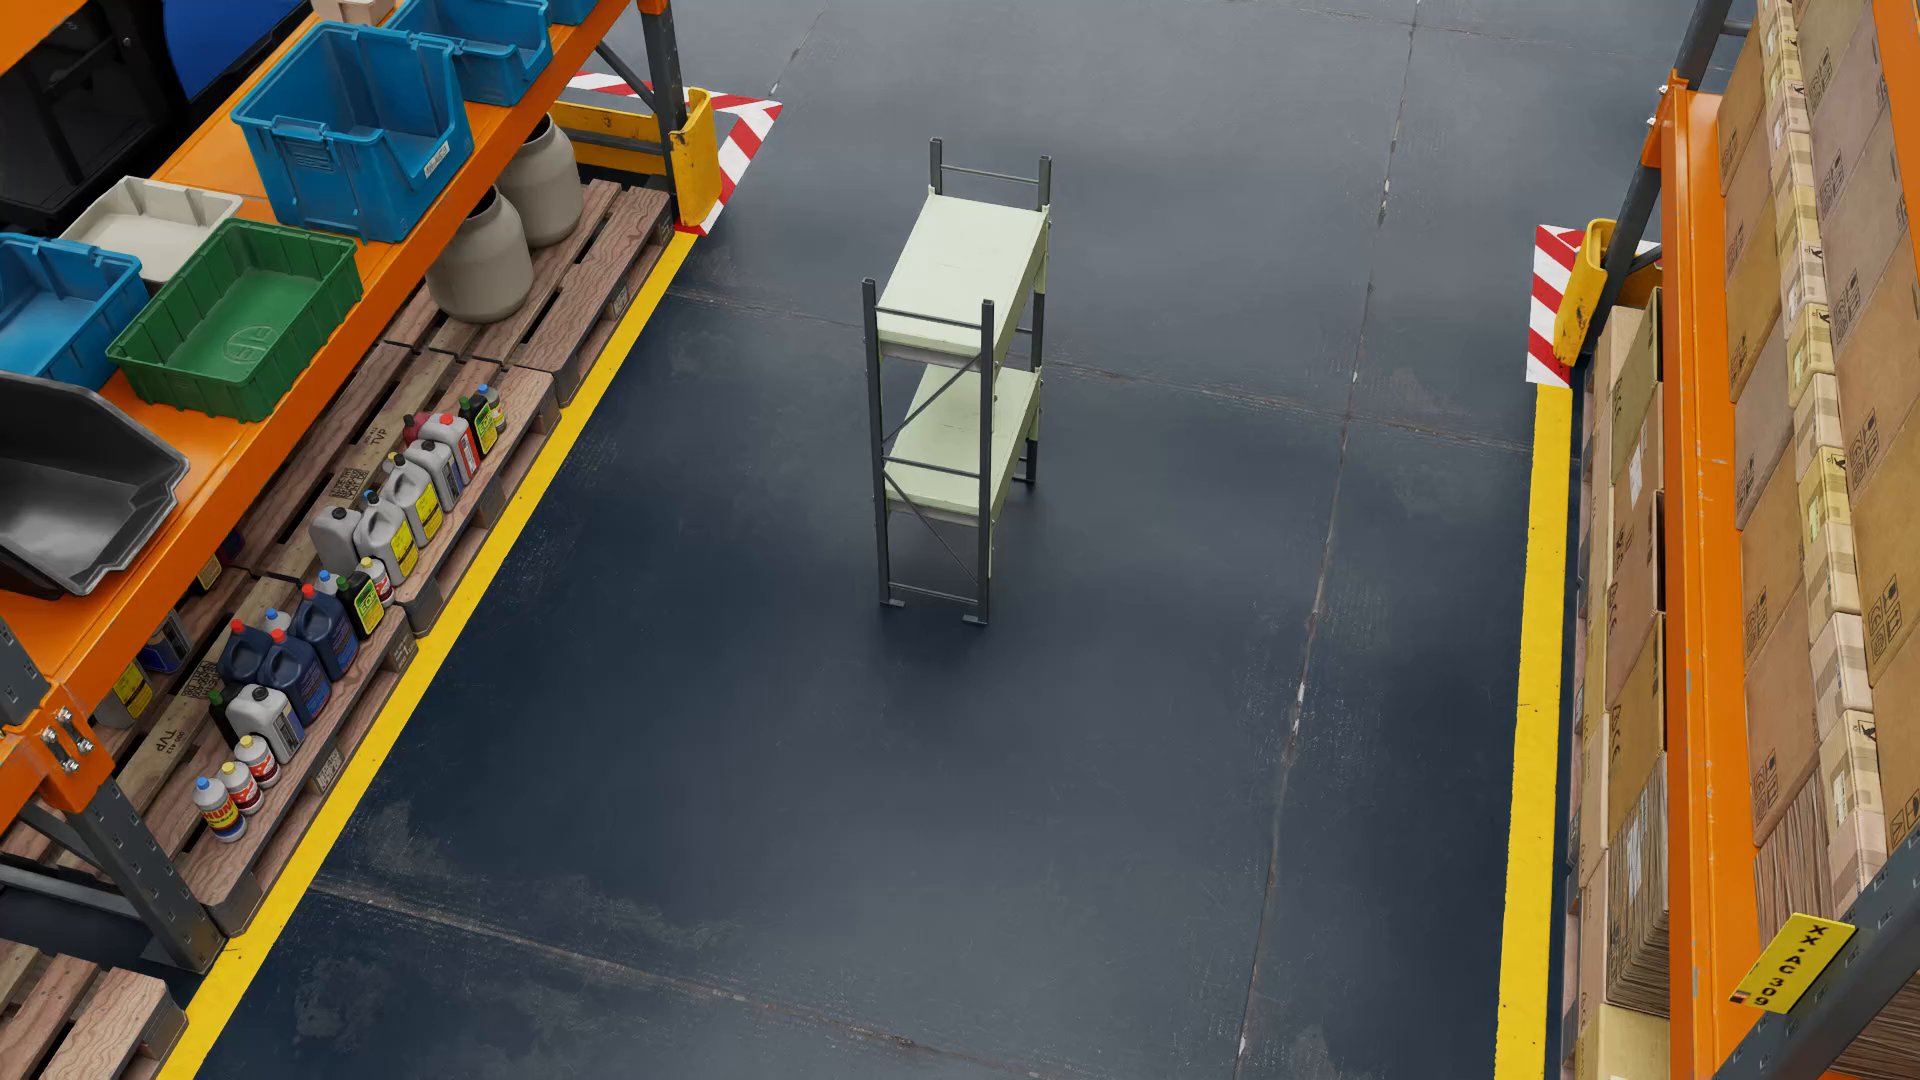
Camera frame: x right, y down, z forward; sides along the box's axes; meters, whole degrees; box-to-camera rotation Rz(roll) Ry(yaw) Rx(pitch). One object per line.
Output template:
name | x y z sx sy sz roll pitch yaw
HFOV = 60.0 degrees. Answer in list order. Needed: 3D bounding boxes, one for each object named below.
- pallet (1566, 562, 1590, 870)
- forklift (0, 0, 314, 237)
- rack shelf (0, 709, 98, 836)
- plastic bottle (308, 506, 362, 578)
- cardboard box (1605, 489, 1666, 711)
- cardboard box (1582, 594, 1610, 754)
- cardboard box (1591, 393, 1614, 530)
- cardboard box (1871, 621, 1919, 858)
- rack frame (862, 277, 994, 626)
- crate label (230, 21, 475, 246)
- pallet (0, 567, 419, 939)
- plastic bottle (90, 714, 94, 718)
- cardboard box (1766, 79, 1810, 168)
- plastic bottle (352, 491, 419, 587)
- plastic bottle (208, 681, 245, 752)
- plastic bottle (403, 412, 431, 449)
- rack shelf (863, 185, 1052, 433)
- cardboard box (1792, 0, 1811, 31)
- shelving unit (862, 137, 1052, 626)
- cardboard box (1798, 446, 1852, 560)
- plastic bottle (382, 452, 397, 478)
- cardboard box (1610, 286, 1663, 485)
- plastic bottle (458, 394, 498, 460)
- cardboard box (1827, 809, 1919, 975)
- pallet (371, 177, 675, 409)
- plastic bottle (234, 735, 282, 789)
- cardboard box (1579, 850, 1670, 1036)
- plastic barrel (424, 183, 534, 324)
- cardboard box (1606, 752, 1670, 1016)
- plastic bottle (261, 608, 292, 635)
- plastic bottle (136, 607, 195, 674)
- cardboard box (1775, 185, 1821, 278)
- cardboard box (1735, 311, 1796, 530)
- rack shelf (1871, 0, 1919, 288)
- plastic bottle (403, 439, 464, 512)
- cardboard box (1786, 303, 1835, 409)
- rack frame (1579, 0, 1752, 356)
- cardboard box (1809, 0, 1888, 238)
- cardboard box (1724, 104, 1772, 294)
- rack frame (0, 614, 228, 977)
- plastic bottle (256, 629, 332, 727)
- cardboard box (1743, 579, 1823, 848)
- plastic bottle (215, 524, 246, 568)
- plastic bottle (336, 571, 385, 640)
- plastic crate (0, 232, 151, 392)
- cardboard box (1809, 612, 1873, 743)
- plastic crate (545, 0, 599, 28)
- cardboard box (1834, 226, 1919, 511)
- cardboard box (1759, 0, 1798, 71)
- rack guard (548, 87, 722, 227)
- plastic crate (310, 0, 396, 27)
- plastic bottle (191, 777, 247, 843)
pallet | 2.577 0.647 5.538 1.003 0.211 1.213 12 50 10
forklift | -4.160 -2.575 6.567 1.130 2.935 3.031 15 50 13
rack shelf | -3.296 1.881 3.069 1.077 0.370 4.000 12 50 10
plastic bottle | -2.144 -0.005 5.777 0.152 0.276 0.135 12 50 10
cardboard box | 2.308 0.234 5.097 0.500 0.500 0.500 12 50 10
cardboard box | 2.309 0.482 5.377 0.500 0.250 0.500 12 50 10
cardboard box | 2.578 -0.240 6.015 0.500 0.250 0.500 12 50 10
cardboard box | 2.119 0.391 2.972 0.700 0.500 0.500 12 50 10
rack frame | -0.095 -0.236 5.458 0.400 1.500 0.023 12 50 10
crate label | -1.940 -1.324 5.395 0.502 0.435 0.616 12 50 10
pallet | -2.552 0.641 5.543 1.003 0.211 1.213 12 50 10
plastic bottle | -2.878 0.404 5.366 0.144 0.351 0.185 10 49 9
cardboard box | 2.548 -1.170 4.783 0.380 0.149 0.250 11 49 9
plastic bottle | -1.995 -0.019 5.740 0.144 0.351 0.185 11 50 10
plastic bottle | -2.307 0.545 5.286 0.061 0.283 0.133 12 50 10
plastic bottle | -1.972 -0.373 6.097 0.061 0.283 0.133 12 50 10
rack shelf | 0.002 -0.759 5.399 0.431 0.370 0.720 12 50 10
cardboard box | 2.912 -1.806 4.911 0.700 0.500 0.500 12 50 10
shelving unit | 0.002 -0.501 5.692 0.431 1.500 0.755 12 50 10
cardboard box | 2.143 -0.046 3.791 0.380 0.149 0.250 11 50 10
plastic bottle | -2.031 -0.236 6.031 0.097 0.201 0.097 0 49 0
cardboard box | 2.576 -0.488 5.734 0.500 0.500 0.500 12 50 10
plastic bottle | -1.790 -0.441 6.157 0.061 0.283 0.133 13 50 11
cardboard box | 1.873 0.689 3.142 0.380 0.149 0.250 12 50 10
pallet | -1.910 -1.124 7.101 1.003 0.211 1.213 12 50 10
plastic bottle | -2.209 0.685 5.218 0.097 0.201 0.097 0 49 0
cardboard box | 2.061 1.209 4.736 0.500 0.250 0.500 12 50 10
plastic barrel | -1.948 -1.159 6.652 0.421 0.512 0.421 0 49 0
cardboard box | 2.063 0.961 4.455 0.500 0.500 0.500 12 50 10
plastic bottle | -2.235 0.322 5.491 0.097 0.271 0.097 0 49 0
plastic bottle | -2.678 0.301 5.507 0.152 0.276 0.135 12 50 10
cardboard box | 2.413 -0.792 4.449 0.380 0.149 0.250 11 49 10
cardboard box | 2.521 -0.295 4.443 0.700 0.500 0.500 13 50 11
rack shelf | 2.535 -1.025 3.633 1.077 0.370 4.000 12 50 10
plastic bottle | -1.906 -0.249 5.993 0.152 0.276 0.135 10 49 9
cardboard box | 2.276 -0.421 4.122 0.380 0.149 0.250 13 50 11
rack frame | 3.061 -1.717 5.765 1.000 3.000 0.127 12 50 10
cardboard box | 2.647 -1.060 4.253 0.700 0.500 0.500 12 50 10
cardboard box | 2.793 -1.034 5.096 0.700 0.500 0.500 13 50 11
rack frame | -2.769 0.196 4.076 1.000 3.000 0.127 12 50 10
plastic bottle | -2.156 0.425 5.348 0.144 0.351 0.185 13 50 11
cardboard box | 2.252 0.438 3.796 0.700 0.500 0.500 11 50 10
plastic bottle | -2.593 -0.042 5.805 0.061 0.283 0.133 12 50 10
plastic bottle | -2.023 0.199 5.592 0.061 0.283 0.133 14 50 12
plastic crate | -2.740 -0.609 4.886 0.499 0.251 0.616 12 50 10
cardboard box | 2.007 0.321 3.467 0.380 0.149 0.250 10 49 9
plastic crate | -1.559 -2.227 6.314 0.499 0.251 0.616 12 50 10
cardboard box | 2.384 -0.336 3.614 0.700 0.500 0.500 12 50 10
cardboard box | 2.683 -1.532 5.102 0.380 0.149 0.250 10 49 9
rack guard | -1.691 -1.806 7.510 1.175 0.500 0.348 12 50 10
plastic crate | -2.262 -2.026 6.214 0.298 0.136 0.250 12 50 10
plastic bottle | -2.262 0.809 5.062 0.097 0.271 0.097 0 49 0
